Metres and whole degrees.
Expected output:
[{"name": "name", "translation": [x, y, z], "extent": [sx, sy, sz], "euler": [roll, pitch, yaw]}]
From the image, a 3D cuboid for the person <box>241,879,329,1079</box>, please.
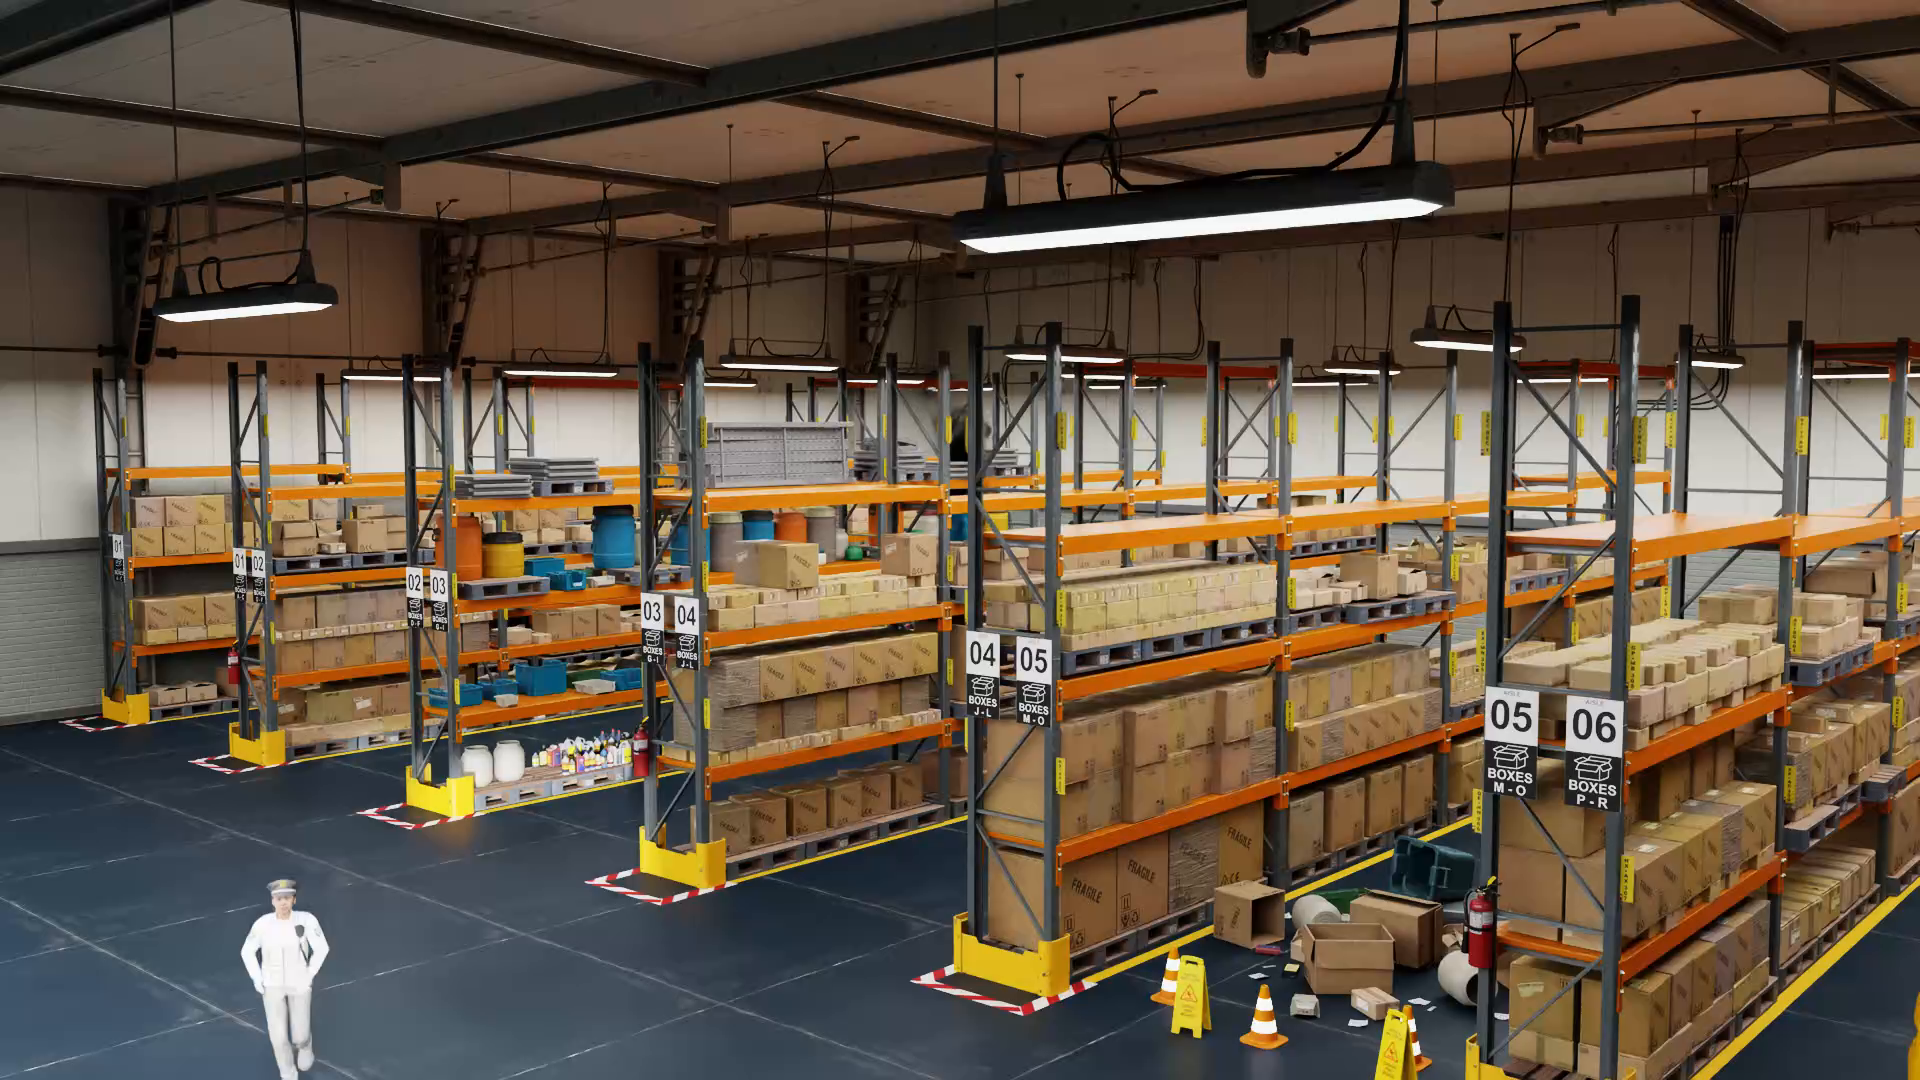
[{"name": "person", "translation": [-5.176, 3.401, 12.764], "extent": [0.628, 1.668, 0.586], "euler": [-1, 4, -17]}]
